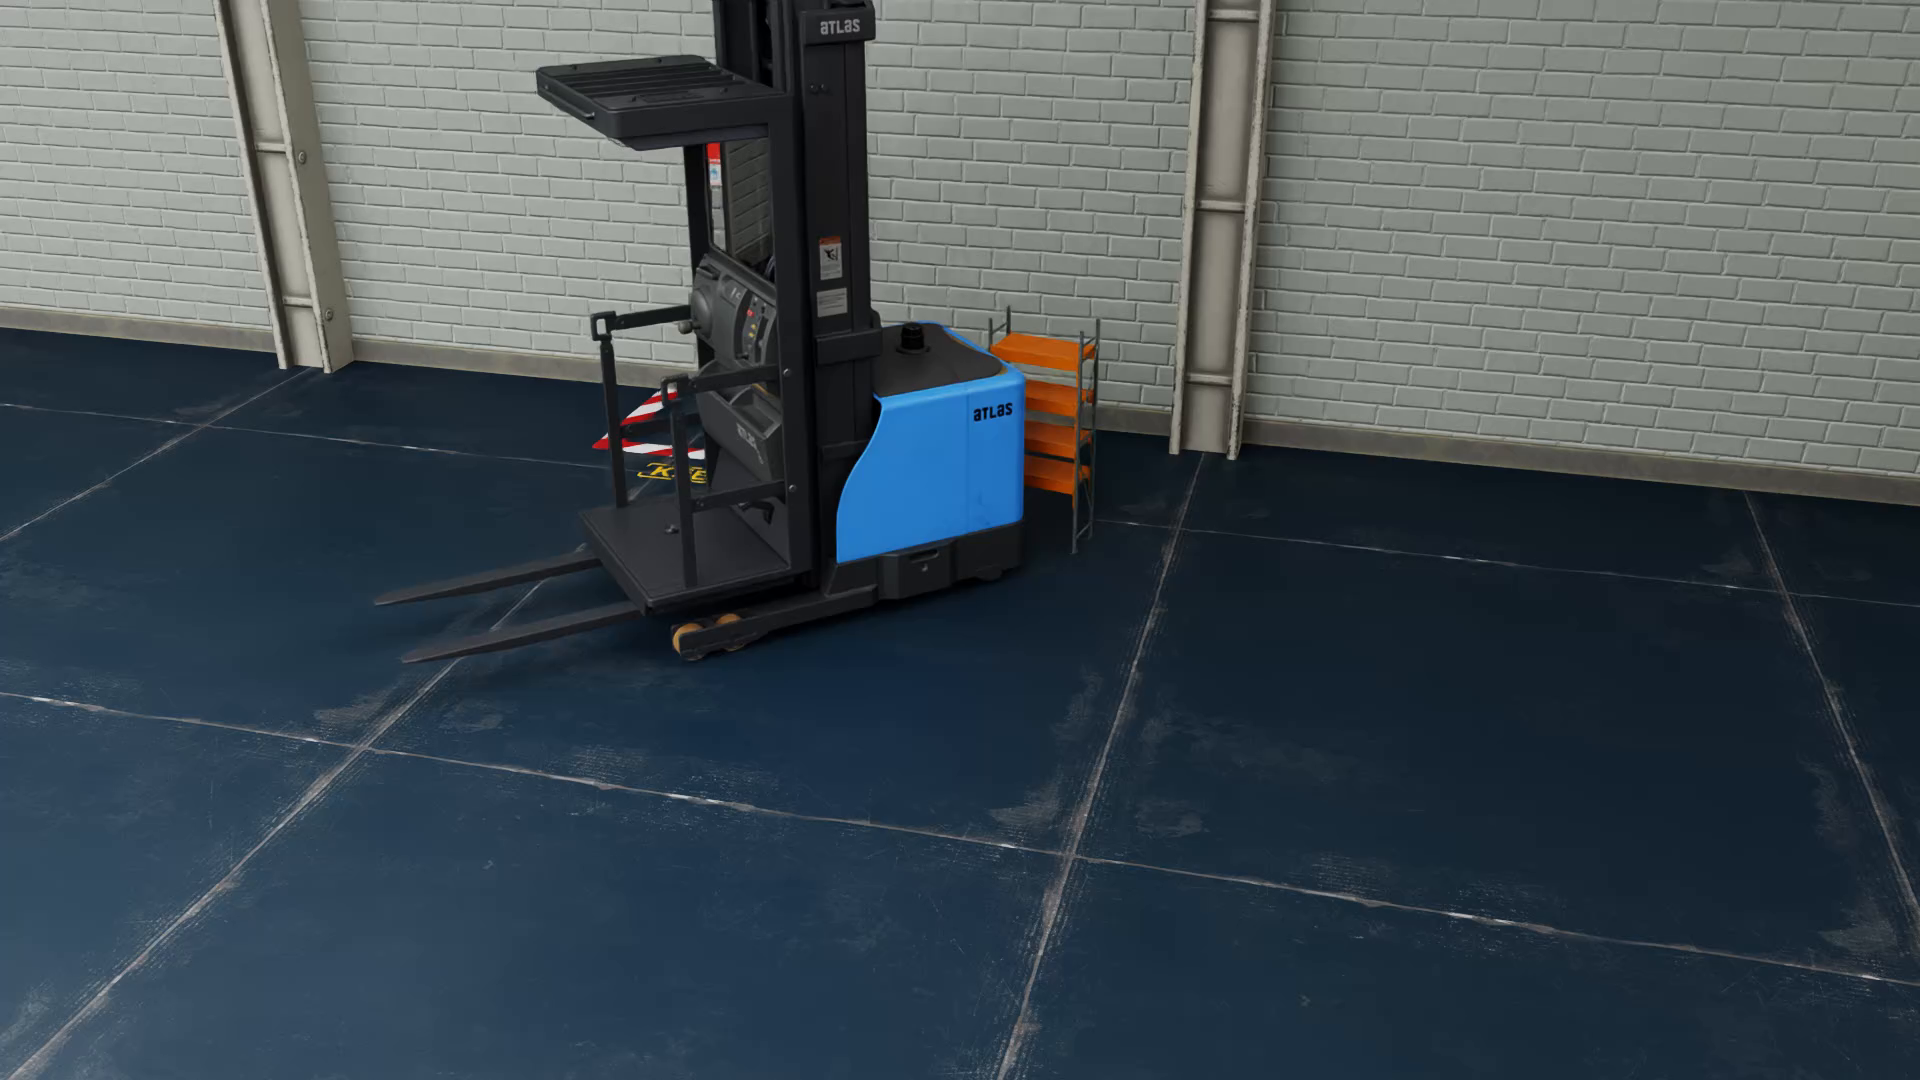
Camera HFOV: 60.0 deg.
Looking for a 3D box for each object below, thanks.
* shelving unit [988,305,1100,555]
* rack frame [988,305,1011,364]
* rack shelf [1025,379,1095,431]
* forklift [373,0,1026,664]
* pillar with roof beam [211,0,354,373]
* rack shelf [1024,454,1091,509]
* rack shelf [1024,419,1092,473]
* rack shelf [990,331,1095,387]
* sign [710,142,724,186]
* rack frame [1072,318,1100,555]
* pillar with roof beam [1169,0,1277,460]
[{"bbox_3d":[0.420,-0.560,8.530,0.503,1.200,0.258,12,28,23],"label":"shelving unit"},{"bbox_3d":[0.201,-0.606,8.626,0.015,1.200,0.240,12,28,23],"label":"rack frame"},{"bbox_3d":[0.420,-0.701,8.462,0.480,0.148,0.258,12,28,23],"label":"rack shelf"},{"bbox_3d":[-1.214,-1.032,7.509,3.031,2.935,1.130,-13,28,-25],"label":"forklift"},{"bbox_3d":[-5.418,-3.467,5.564,0.400,9.000,9.100,6,26,13],"label":"pillar with roof beam"},{"bbox_3d":[0.420,-0.320,8.644,0.480,0.148,0.258,12,28,23],"label":"rack shelf"},{"bbox_3d":[0.420,-0.499,8.558,0.480,0.148,0.258,12,28,23],"label":"rack shelf"},{"bbox_3d":[0.420,-0.914,8.361,0.480,0.148,0.258,12,28,23],"label":"rack shelf"},{"bbox_3d":[-1.429,-2.307,10.065,0.234,0.329,0.001,6,26,13],"label":"sign"},{"bbox_3d":[0.639,-0.514,8.433,0.015,1.200,0.240,12,28,23],"label":"rack frame"},{"bbox_3d":[0.393,-2.825,4.215,0.400,9.000,9.100,6,26,13],"label":"pillar with roof beam"}]
